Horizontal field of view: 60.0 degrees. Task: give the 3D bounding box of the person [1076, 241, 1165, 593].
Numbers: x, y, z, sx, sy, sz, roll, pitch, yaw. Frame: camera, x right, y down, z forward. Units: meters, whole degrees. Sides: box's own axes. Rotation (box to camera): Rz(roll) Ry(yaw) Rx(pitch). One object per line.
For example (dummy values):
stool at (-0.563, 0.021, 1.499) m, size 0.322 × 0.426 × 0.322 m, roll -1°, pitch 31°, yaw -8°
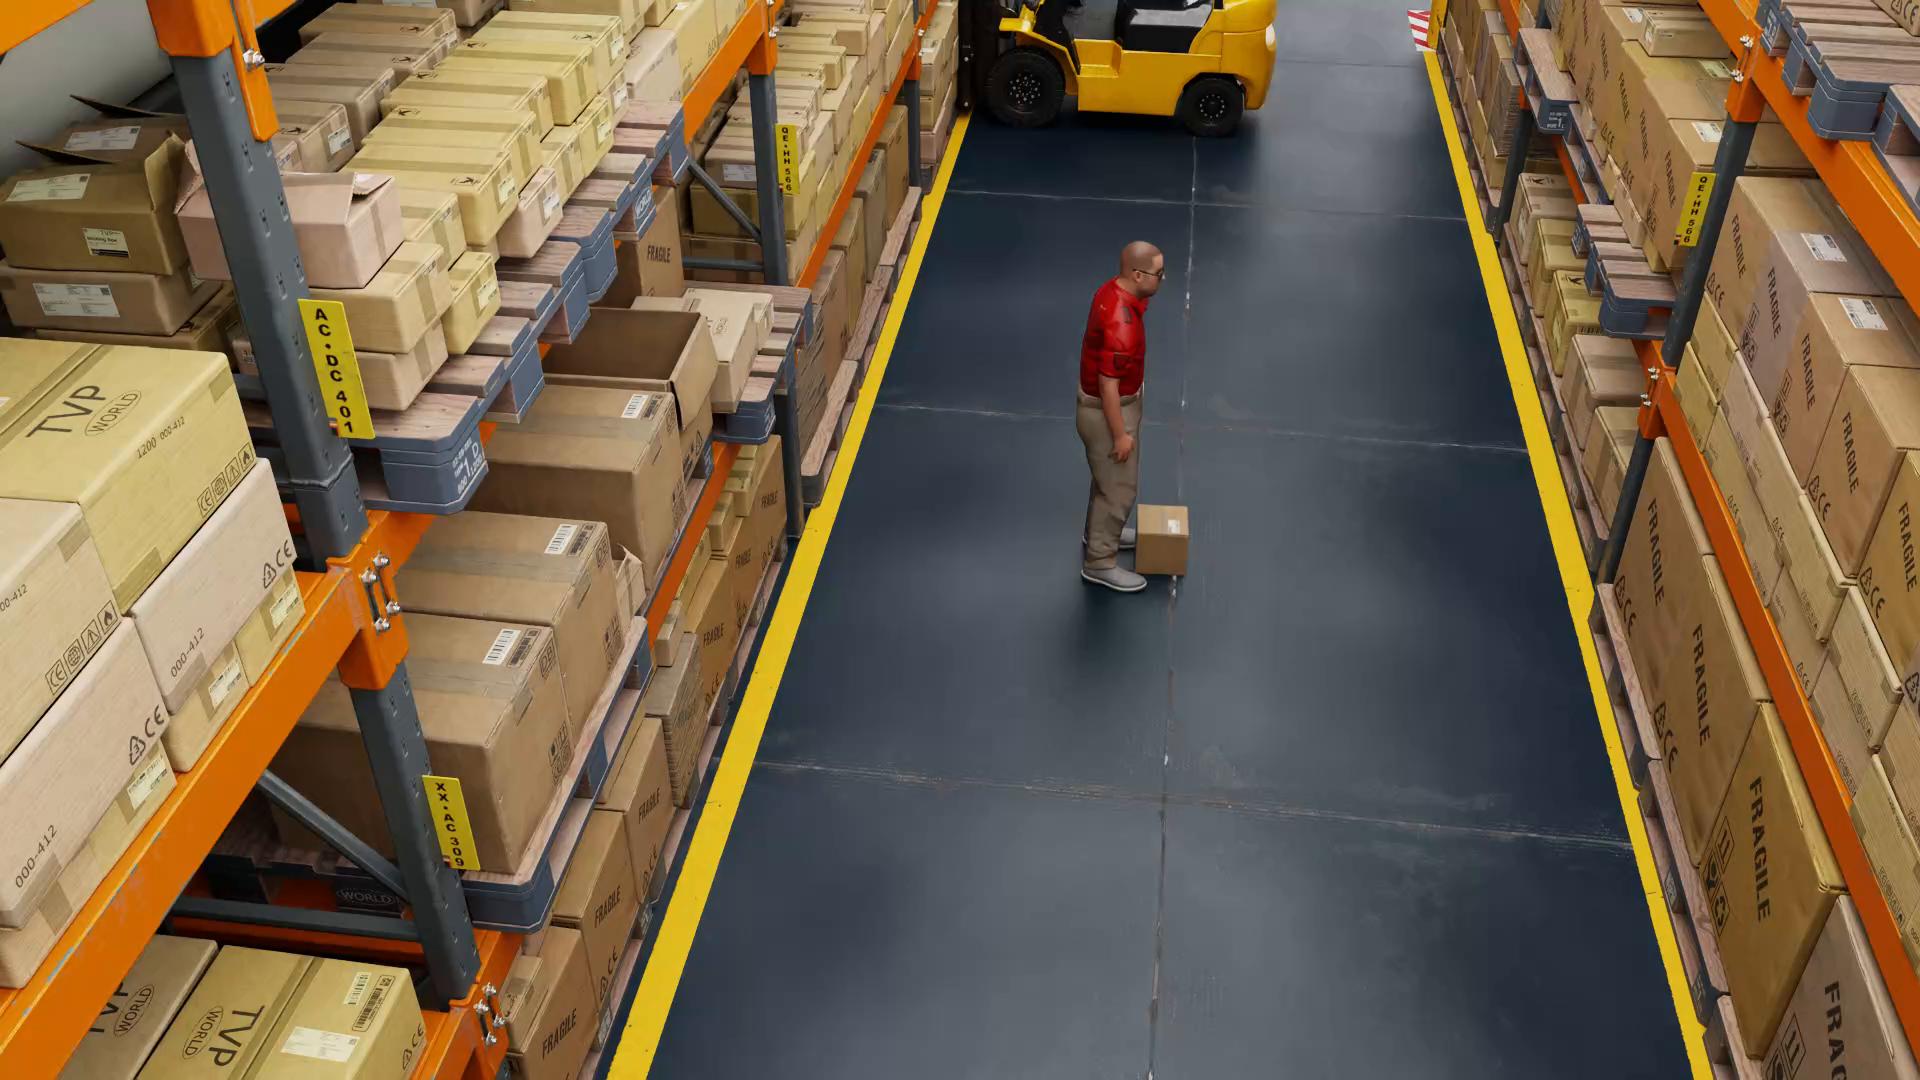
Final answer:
person at (0.747, -0.611, 7.898) m, size 0.392 × 1.725 × 0.590 m, roll 3°, pitch 36°, yaw 4°
